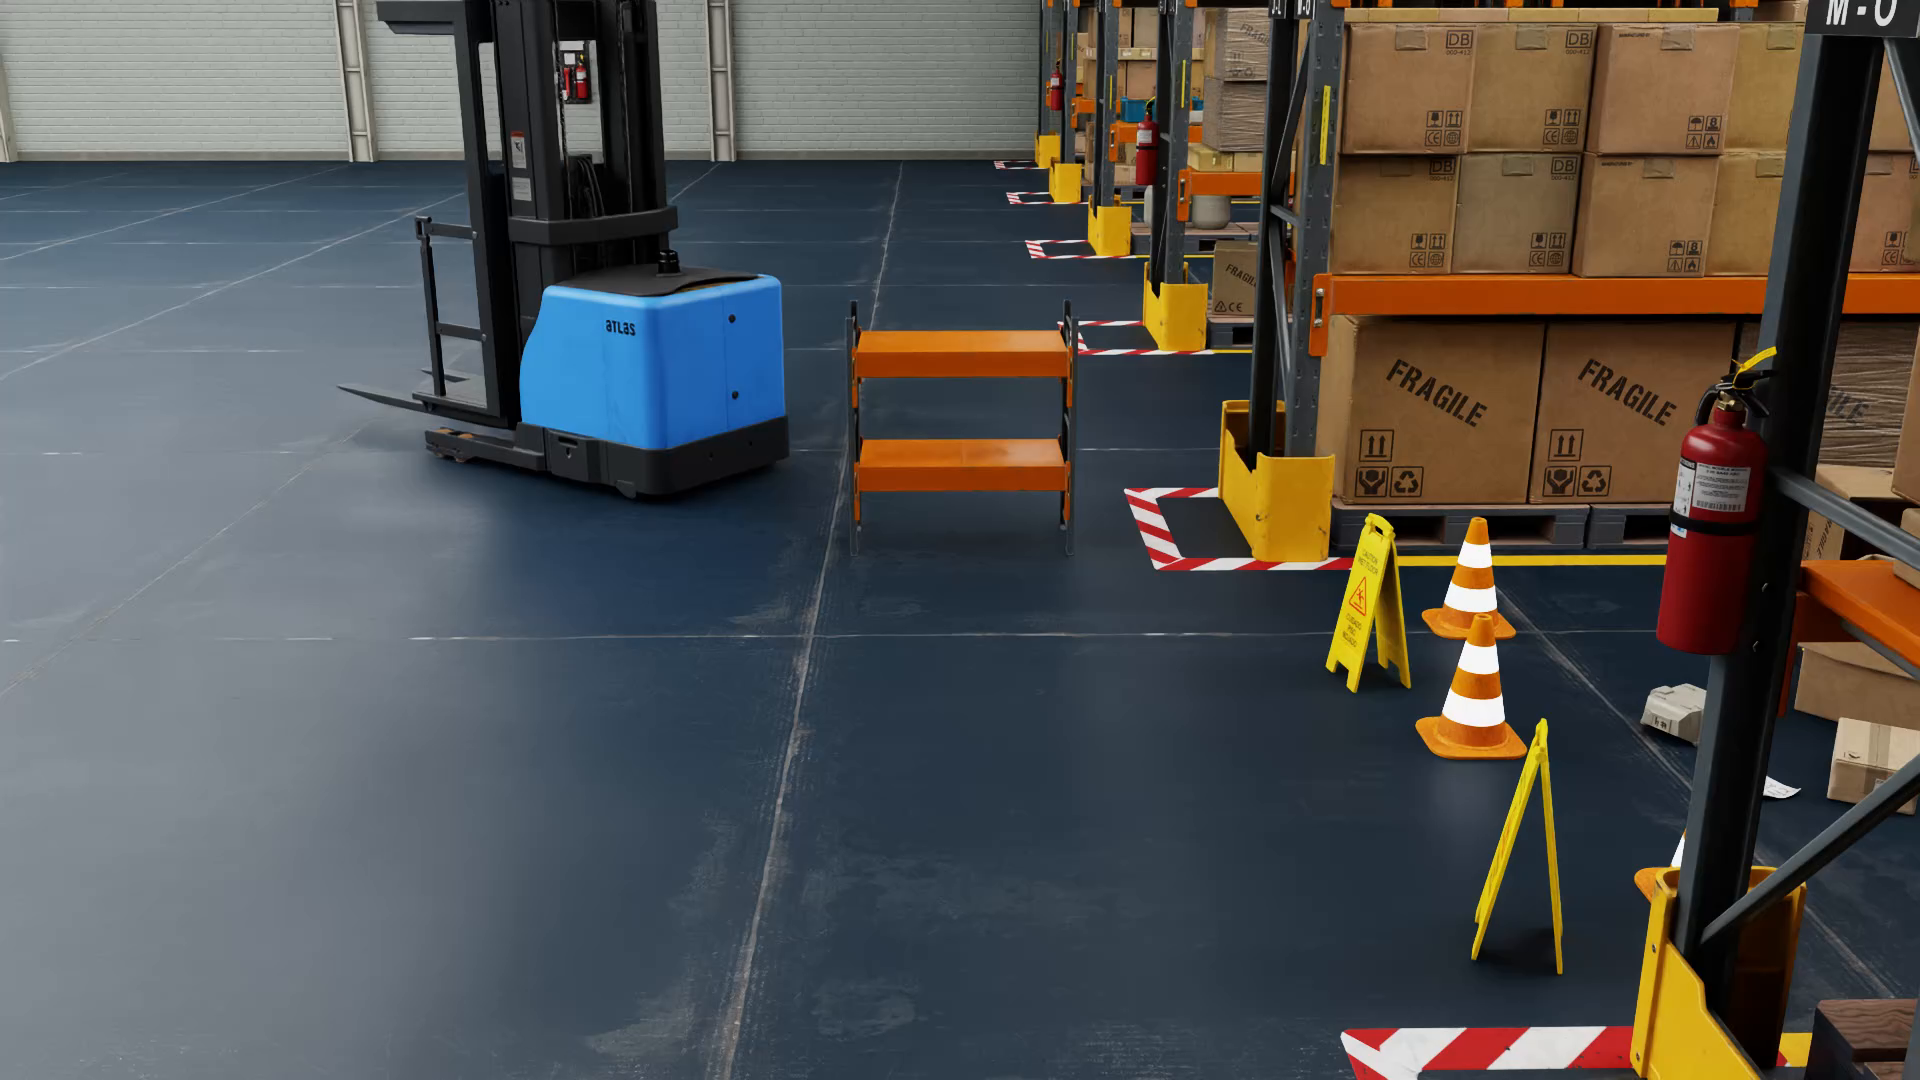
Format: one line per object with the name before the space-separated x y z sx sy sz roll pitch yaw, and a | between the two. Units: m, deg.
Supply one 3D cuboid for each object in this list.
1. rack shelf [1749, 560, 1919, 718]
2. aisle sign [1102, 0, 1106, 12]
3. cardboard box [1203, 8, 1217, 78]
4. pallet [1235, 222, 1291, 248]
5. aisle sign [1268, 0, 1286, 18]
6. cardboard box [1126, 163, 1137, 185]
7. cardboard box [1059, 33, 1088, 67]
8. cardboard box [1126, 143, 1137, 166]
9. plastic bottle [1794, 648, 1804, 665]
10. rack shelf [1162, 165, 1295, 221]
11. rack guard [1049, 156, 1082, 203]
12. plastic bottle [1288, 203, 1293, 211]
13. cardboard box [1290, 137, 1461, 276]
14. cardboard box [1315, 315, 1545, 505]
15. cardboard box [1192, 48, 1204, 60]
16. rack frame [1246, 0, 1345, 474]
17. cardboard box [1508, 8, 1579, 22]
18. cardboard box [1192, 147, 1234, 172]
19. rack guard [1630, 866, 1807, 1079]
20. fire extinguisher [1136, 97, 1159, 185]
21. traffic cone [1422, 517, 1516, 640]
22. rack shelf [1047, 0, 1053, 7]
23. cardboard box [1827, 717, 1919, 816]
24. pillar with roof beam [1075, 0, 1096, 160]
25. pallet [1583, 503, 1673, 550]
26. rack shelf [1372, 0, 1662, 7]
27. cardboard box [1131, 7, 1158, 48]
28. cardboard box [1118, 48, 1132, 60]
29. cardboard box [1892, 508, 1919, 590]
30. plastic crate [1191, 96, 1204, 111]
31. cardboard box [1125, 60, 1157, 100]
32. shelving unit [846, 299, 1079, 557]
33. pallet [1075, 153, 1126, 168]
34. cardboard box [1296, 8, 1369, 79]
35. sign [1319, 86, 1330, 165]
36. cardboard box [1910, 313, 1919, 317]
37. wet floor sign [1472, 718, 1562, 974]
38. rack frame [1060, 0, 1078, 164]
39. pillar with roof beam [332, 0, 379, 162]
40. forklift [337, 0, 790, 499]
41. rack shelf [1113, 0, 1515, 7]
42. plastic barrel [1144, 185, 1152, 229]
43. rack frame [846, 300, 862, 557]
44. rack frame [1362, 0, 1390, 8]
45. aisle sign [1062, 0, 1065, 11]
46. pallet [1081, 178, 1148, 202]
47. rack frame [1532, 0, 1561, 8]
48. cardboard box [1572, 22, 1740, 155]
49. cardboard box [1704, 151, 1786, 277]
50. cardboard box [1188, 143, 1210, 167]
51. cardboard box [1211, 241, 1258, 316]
rack shelf | 3.745 0.341 3.252 4.000 0.370 1.077 0 18 -1
aisle sign | 1.443 -5.679 16.586 0.004 0.787 0.394 0 18 -1
cardboard box | 2.135 -3.762 12.577 0.500 0.500 0.500 0 18 -1
pallet | 3.615 -3.226 17.757 1.213 0.211 1.003 0 18 -1
aisle sign | 1.490 -2.832 7.711 0.004 0.787 0.394 0 18 -1
cardboard box | 2.476 -4.873 22.142 0.500 0.250 0.500 0 18 -1
cardboard box | 1.836 -7.763 26.322 0.500 0.500 0.500 0 18 -1
cardboard box | 2.476 -5.230 22.026 0.500 0.500 0.500 0 18 -1
plastic bottle | 3.429 0.456 6.527 0.283 0.061 0.133 -7 19 -20
rack shelf | 3.588 -2.686 12.687 4.000 0.370 1.077 0 18 -1
rack guard | 1.412 -4.854 22.360 0.348 0.500 1.175 0 18 -1
plastic bottle | 3.594 -3.551 17.932 0.133 0.283 0.061 0 18 -1
cardboard box | 1.936 -1.590 7.849 0.550 0.550 0.875 0 18 -1
cardboard box | 2.243 -0.715 8.157 0.875 0.875 0.875 0 18 -1
cardboard box | 3.119 -6.344 21.687 0.250 0.149 0.380 -1 18 -2
rack frame | 1.566 -1.503 7.823 0.127 3.000 1.000 0 18 -1
cardboard box | 4.143 -3.612 12.110 0.500 0.500 0.500 0 18 -1
cardboard box | 1.877 -2.828 12.363 0.250 0.149 0.380 0 18 -1
rack guard | 1.821 1.198 3.495 0.348 0.500 1.175 0 18 -1
fire extinguisher | 1.467 -3.122 12.996 0.183 0.674 0.296 0 18 -1
traffic cone | 2.119 0.136 6.867 0.334 0.463 0.336 0 18 -1
rack shelf | 3.354 -8.653 26.377 4.000 0.370 1.077 0 18 -1
cardboard box | 3.023 0.742 5.490 0.250 0.149 0.380 10 20 28
pillar with roof beam | 2.108 -9.367 22.514 0.400 9.000 9.100 0 18 -1
pallet | 3.581 -0.208 8.351 1.213 0.211 1.003 0 18 -1
rack shelf | 7.435 -7.159 21.721 4.000 0.370 1.077 0 18 -1
cardboard box | 2.482 -6.712 21.774 0.500 0.500 0.700 -1 18 -2
cardboard box | 2.096 -6.339 21.672 0.250 0.149 0.380 -1 18 -2
cardboard box | 2.116 0.060 3.360 0.250 0.149 0.380 0 18 1
plastic crate | 2.656 -4.556 17.582 0.408 0.251 0.499 0 18 -1
cardboard box | 2.428 -6.094 21.971 0.500 0.500 0.700 0 18 1
shelving unit | 0.007 -0.536 7.876 1.048 1.125 0.538 0 18 -1
pallet | 2.243 -6.223 27.101 1.213 0.211 1.003 0 18 -1
cardboard box | 2.643 -3.604 12.083 0.500 0.500 0.500 0 18 -1
sign | 1.569 -1.784 7.150 0.005 0.325 0.100 0 18 -1
cardboard box | 4.935 -0.729 8.201 0.875 0.875 0.875 0 18 0
wet floor sign | 1.538 0.803 4.487 0.232 0.644 0.267 6 19 18
rack frame | 1.436 -6.044 21.979 0.127 3.000 1.000 0 18 -1
pillar with roof beam | -9.890 -9.309 22.334 0.400 9.000 9.100 0 18 -1
forklift | -2.439 -1.947 9.317 3.031 2.935 1.130 13 22 34
rack shelf | 3.510 -5.627 16.945 4.000 0.370 1.077 0 18 -1
plastic barrel | 2.167 -3.573 17.661 0.421 0.512 0.421 0 18 0
rack frame | -0.502 -0.533 7.868 0.032 1.125 0.500 0 18 -1
rack frame | 5.435 -6.064 22.039 0.127 3.000 1.000 0 18 -1
aisle sign | 1.366 -7.372 21.860 0.004 0.787 0.394 0 18 -1
pallet | 2.200 -4.733 22.456 1.213 0.211 1.003 0 18 -1
rack frame | 9.353 -7.596 26.815 0.127 3.000 1.000 0 18 -1
cardboard box | 3.048 -2.071 7.579 0.550 0.550 0.875 0 18 -1
cardboard box | 3.577 -1.579 7.814 0.500 0.550 0.875 0 18 -1
cardboard box | 1.870 -2.964 12.786 0.250 0.149 0.380 0 18 -1
cardboard box | 2.213 -2.026 12.858 0.500 0.500 0.500 3 18 9
